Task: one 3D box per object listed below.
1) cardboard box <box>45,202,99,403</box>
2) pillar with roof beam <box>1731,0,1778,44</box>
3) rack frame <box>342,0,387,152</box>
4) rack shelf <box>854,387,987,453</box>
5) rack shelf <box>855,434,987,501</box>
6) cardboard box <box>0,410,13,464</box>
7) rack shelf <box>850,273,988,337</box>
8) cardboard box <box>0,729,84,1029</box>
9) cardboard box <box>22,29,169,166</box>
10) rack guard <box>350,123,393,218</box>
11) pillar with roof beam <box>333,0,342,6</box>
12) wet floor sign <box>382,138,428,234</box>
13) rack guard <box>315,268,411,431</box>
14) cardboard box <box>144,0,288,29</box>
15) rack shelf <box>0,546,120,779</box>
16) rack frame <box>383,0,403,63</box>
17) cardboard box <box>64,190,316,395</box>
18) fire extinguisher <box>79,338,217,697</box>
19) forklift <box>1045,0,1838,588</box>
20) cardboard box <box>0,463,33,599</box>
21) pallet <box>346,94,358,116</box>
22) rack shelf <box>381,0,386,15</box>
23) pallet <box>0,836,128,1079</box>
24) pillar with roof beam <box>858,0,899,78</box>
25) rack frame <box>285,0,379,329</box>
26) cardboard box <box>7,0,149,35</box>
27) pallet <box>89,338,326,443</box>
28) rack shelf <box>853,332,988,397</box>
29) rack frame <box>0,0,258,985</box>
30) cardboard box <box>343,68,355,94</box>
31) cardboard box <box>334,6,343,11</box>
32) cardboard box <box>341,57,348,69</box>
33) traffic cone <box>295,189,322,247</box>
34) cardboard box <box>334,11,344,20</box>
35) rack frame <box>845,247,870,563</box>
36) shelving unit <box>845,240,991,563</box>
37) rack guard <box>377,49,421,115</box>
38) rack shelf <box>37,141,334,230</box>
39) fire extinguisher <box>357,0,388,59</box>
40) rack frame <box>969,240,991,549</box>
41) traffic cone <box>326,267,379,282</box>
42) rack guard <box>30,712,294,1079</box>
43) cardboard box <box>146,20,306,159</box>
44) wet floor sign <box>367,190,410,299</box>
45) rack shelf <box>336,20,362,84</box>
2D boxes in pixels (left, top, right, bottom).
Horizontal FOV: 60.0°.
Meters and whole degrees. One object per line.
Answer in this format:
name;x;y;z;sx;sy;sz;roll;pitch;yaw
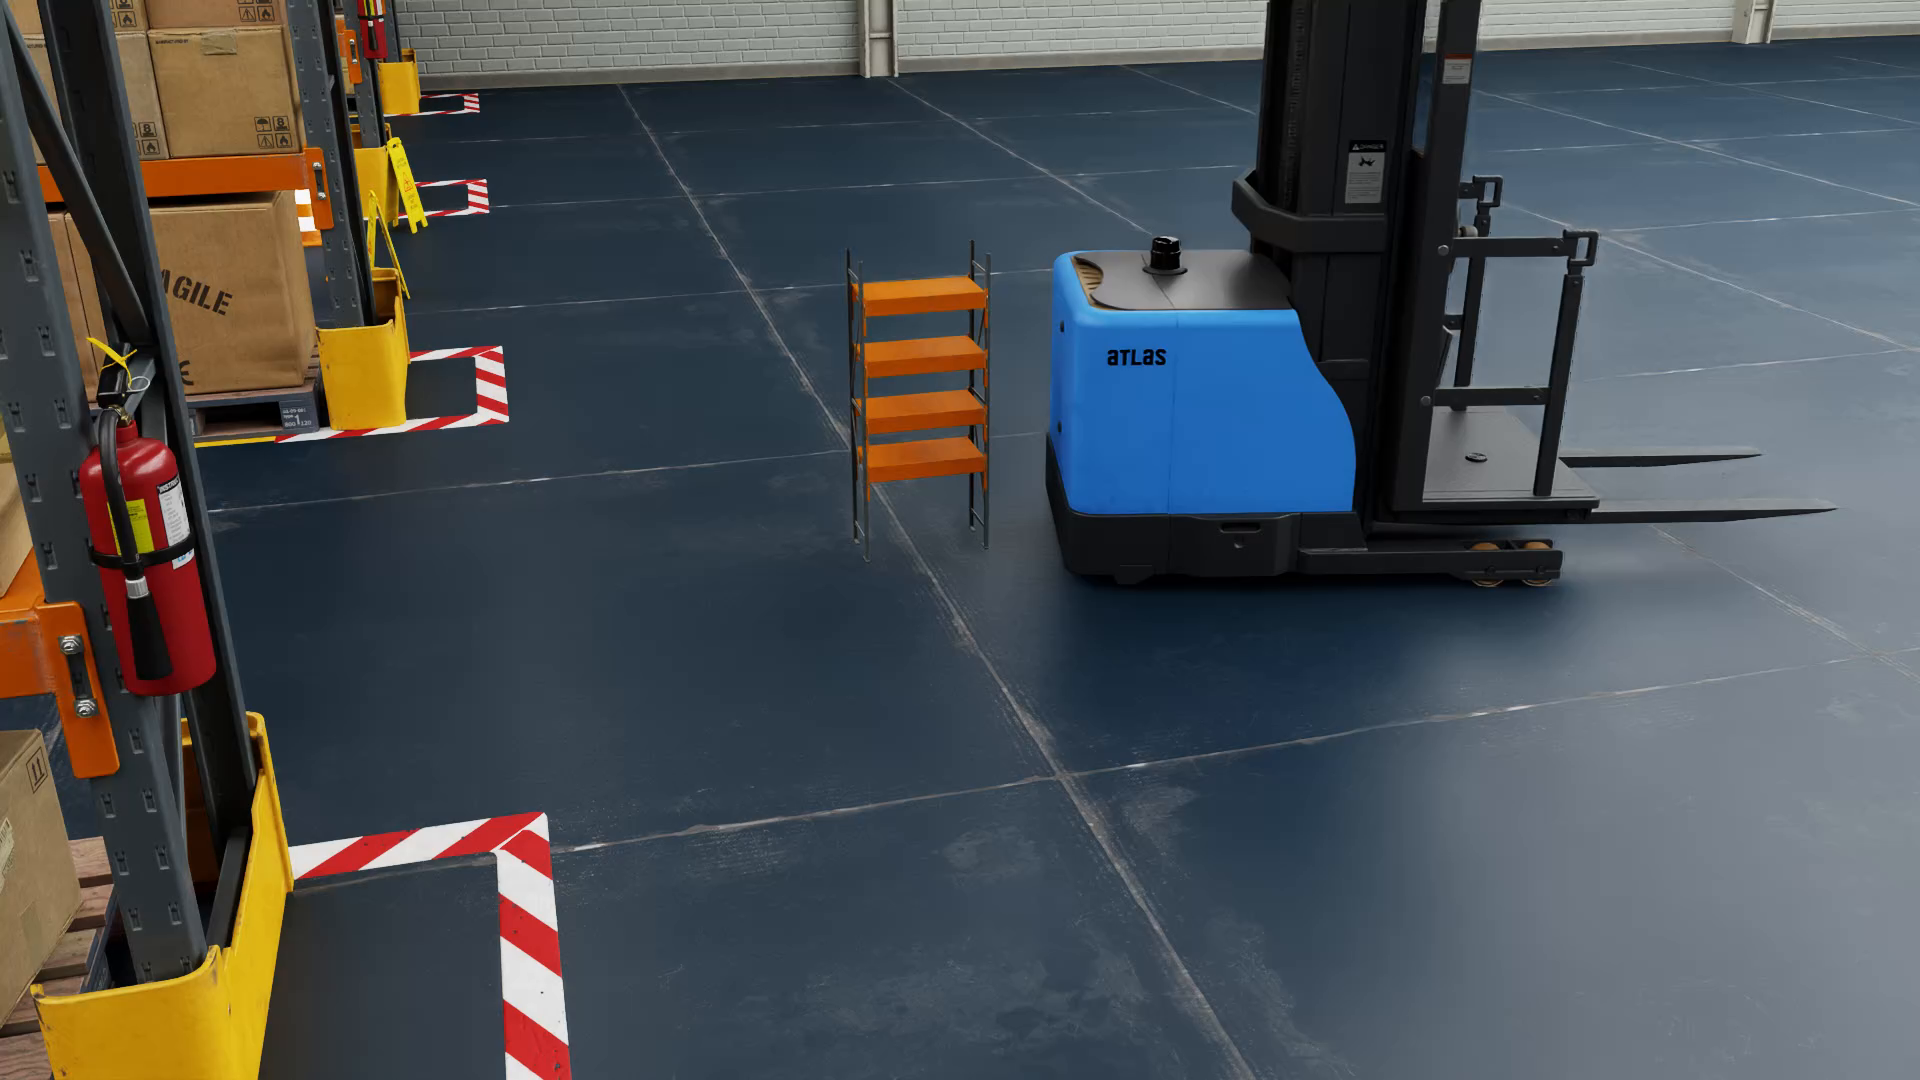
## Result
cardboard box;-4.509;-1.156;7.801;0.875;0.875;0.875;-7;24;-15
pillar with roof beam;11.774;-9.191;16.759;0.400;9.000;9.100;-6;24;-14
rack frame;-4.462;-3.999;12.267;0.127;3.000;1.000;-6;24;-14
rack shelf;-0.159;-0.472;6.499;0.480;0.148;0.258;-6;24;-14
rack shelf;-0.159;-0.289;6.577;0.480;0.148;0.258;-6;24;-14
cardboard box;-2.124;-0.182;3.688;0.250;0.149;0.380;-6;24;-14
rack shelf;-0.159;-0.895;6.317;0.480;0.148;0.258;-6;24;-14
cardboard box;-2.391;0.779;3.768;0.500;0.500;0.500;-2;23;-5
cardboard box;-3.896;-2.076;7.594;0.550;0.550;0.875;-6;24;-14
rack guard;-4.535;-2.843;12.741;0.348;0.500;1.175;-6;24;-14
pillar with roof beam;-5.557;-7.274;12.290;0.400;9.000;9.100;-6;24;-14
wet floor sign;-3.990;-2.531;11.831;0.232;0.644;0.267;2;23;4
rack guard;-3.004;-0.985;8.411;0.348;0.500;1.175;-6;24;-14
cardboard box;-3.395;-2.671;7.612;0.550;0.550;0.875;-6;24;-14
rack shelf;-3.711;0.307;3.144;4.000;0.370;1.077;-6;24;-14
rack frame;-5.806;-5.884;16.658;0.127;3.000;1.000;-6;24;-14
cardboard box;-3.663;-1.250;8.021;0.875;0.875;0.875;-6;24;-14
fire extinguisher;-1.550;-0.039;3.134;0.183;0.674;0.296;-6;24;-14
forklift;1.896;-1.376;6.239;3.031;2.935;1.130;-1;23;-2
cardboard box;-2.004;-0.013;3.294;0.250;0.149;0.380;-6;24;-14
pallet;-6.531;-4.505;16.981;1.213;0.211;1.003;-6;24;-14
rack shelf;-7.732;-5.340;16.303;4.000;0.370;1.077;-6;24;-14
pallet;-2.650;1.126;3.859;1.213;0.211;1.003;-6;24;-14
pillar with roof beam;0.220;-7.913;13.780;0.400;9.000;9.100;-6;24;-14
rack frame;-3.027;-2.131;7.912;0.127;3.000;1.000;-6;24;-14
cardboard box;-3.900;-2.578;7.394;0.550;0.550;0.875;-6;24;-14
pallet;-3.776;-0.735;8.194;1.213;0.211;1.003;-6;24;-14
rack shelf;-0.159;-0.677;6.411;0.480;0.148;0.258;-6;24;-14
rack frame;-1.785;-0.237;3.498;0.127;3.000;1.000;-6;24;-14
cardboard box;-6.173;-4.643;16.721;0.500;0.250;0.500;-6;24;-14
cardboard box;-6.320;-5.293;16.968;0.500;0.250;0.500;-7;24;-15
cardboard box;-6.191;-4.872;16.621;0.500;0.250;0.500;-7;24;-15
traffic cone;-4.527;-2.298;11.519;0.334;0.463;0.336;-6;24;-14
cardboard box;-6.165;-5.105;16.530;0.500;0.250;0.500;-5;24;-13
rack frame;-0.394;-0.508;6.412;0.015;1.200;0.240;-6;24;-14
shelving unit;-0.159;-0.534;6.472;0.503;1.200;0.258;-6;24;-14
rack guard;-5.783;-4.737;17.157;0.348;0.500;1.175;-6;24;-14
rack shelf;-4.953;-1.587;7.557;4.000;0.370;1.077;-6;24;-14
fire extinguisher;-4.227;-3.801;11.903;0.183;0.674;0.296;-6;24;-14
rack frame;0.076;-0.560;6.533;0.015;1.200;0.240;-6;24;-14
traffic cone;-3.900;-1.913;10.621;0.334;0.463;0.336;-6;24;-14
rack guard;-1.858;0.920;3.972;0.348;0.500;1.175;-6;24;-14
cardboard box;-3.373;-2.143;7.750;0.550;0.550;0.875;-6;24;-14
wet floor sign;-3.534;-1.804;10.135;0.232;0.644;0.267;-11;25;-23
rack shelf;-6.388;-3.456;11.912;4.000;0.370;1.077;-6;24;-14
